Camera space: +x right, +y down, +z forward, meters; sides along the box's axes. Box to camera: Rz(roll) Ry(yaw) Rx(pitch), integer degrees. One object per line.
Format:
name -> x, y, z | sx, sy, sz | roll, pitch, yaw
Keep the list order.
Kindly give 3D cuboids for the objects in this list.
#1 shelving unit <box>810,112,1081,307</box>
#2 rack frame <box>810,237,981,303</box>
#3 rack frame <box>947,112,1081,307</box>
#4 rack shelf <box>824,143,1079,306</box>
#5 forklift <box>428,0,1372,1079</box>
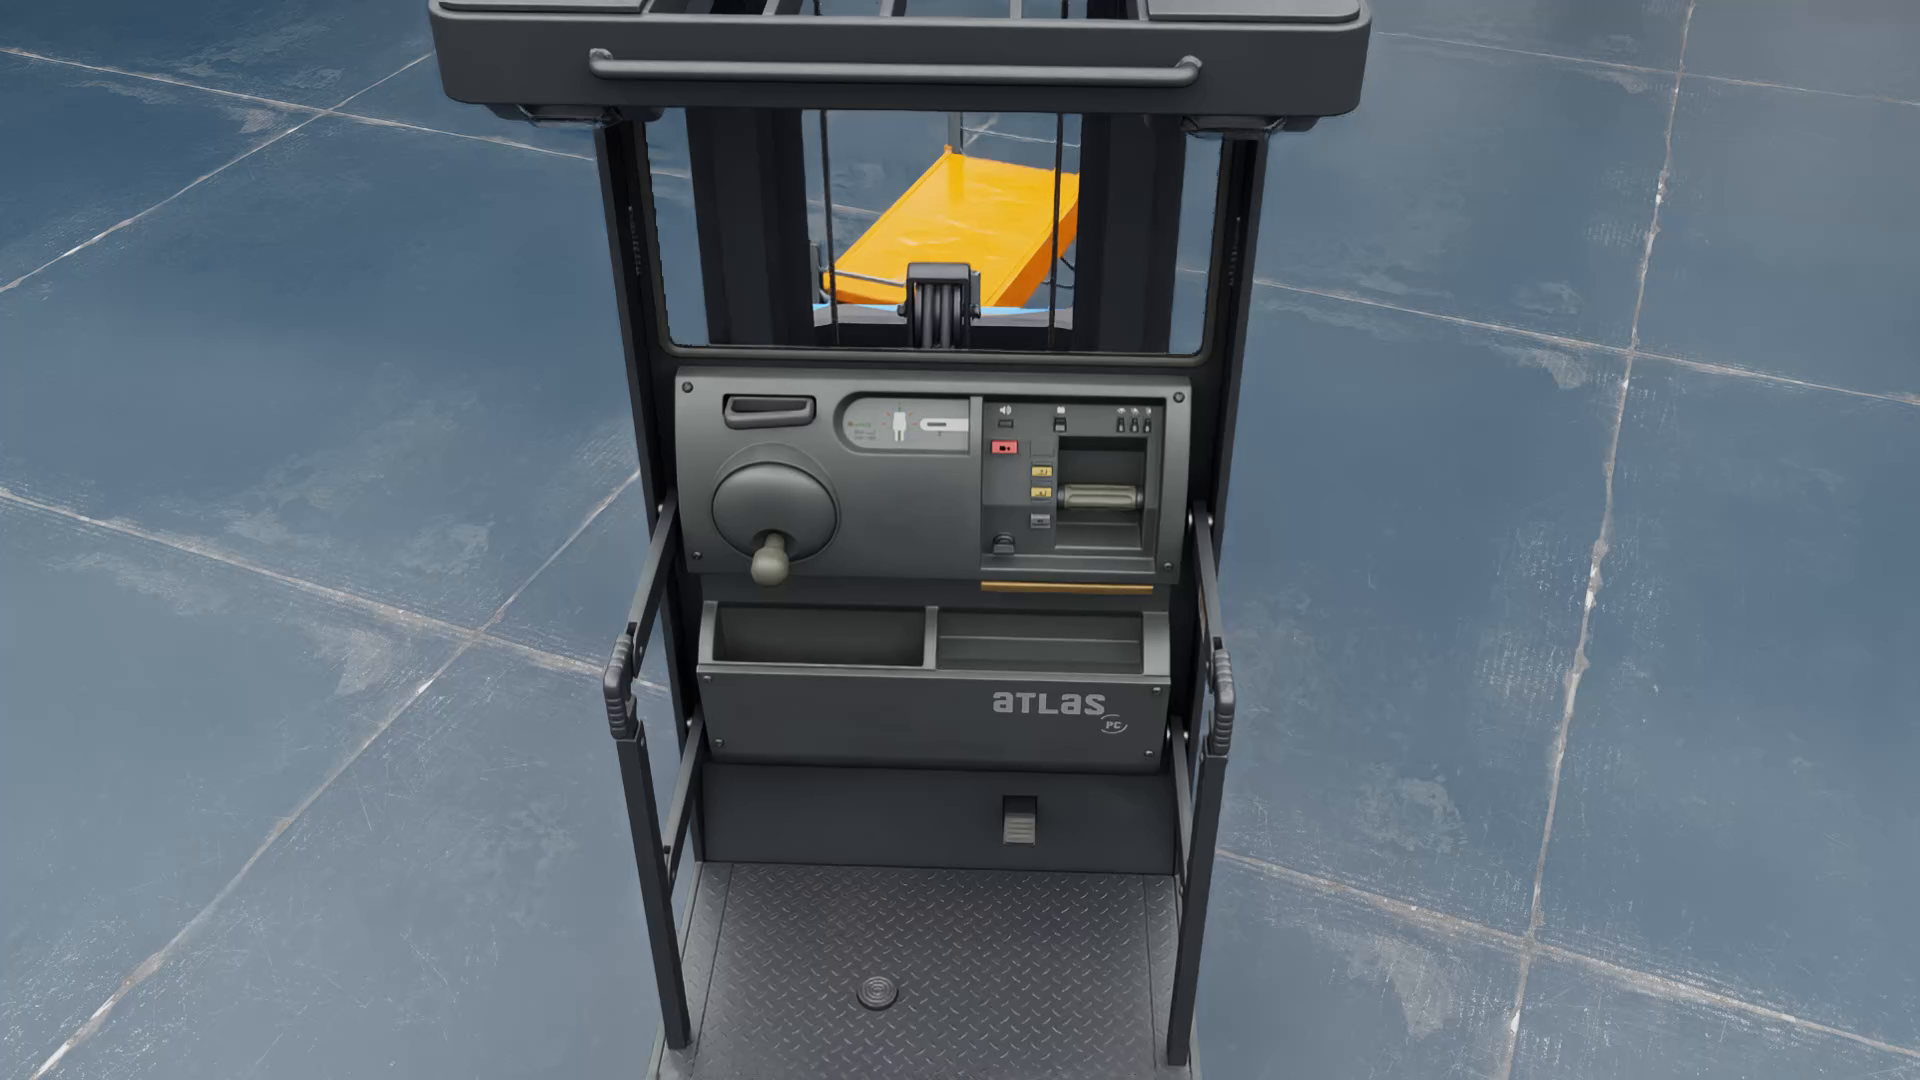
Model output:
shelving unit -> 0.007, -0.580, 5.087 | 0.538, 1.125, 1.048 | 14, 39, 17
rack frame -> -0.183, -0.298, 4.709 | 0.500, 1.125, 0.032 | 14, 39, 17
rack frame -> 0.198, -0.863, 5.464 | 0.500, 1.125, 0.032 | 14, 39, 17
rack shelf -> 0.007, -0.815, 4.912 | 0.538, 0.278, 1.000 | 14, 39, 17
forklift -> -0.057, -0.039, 2.854 | 1.130, 2.935, 3.031 | 1, 37, 2
